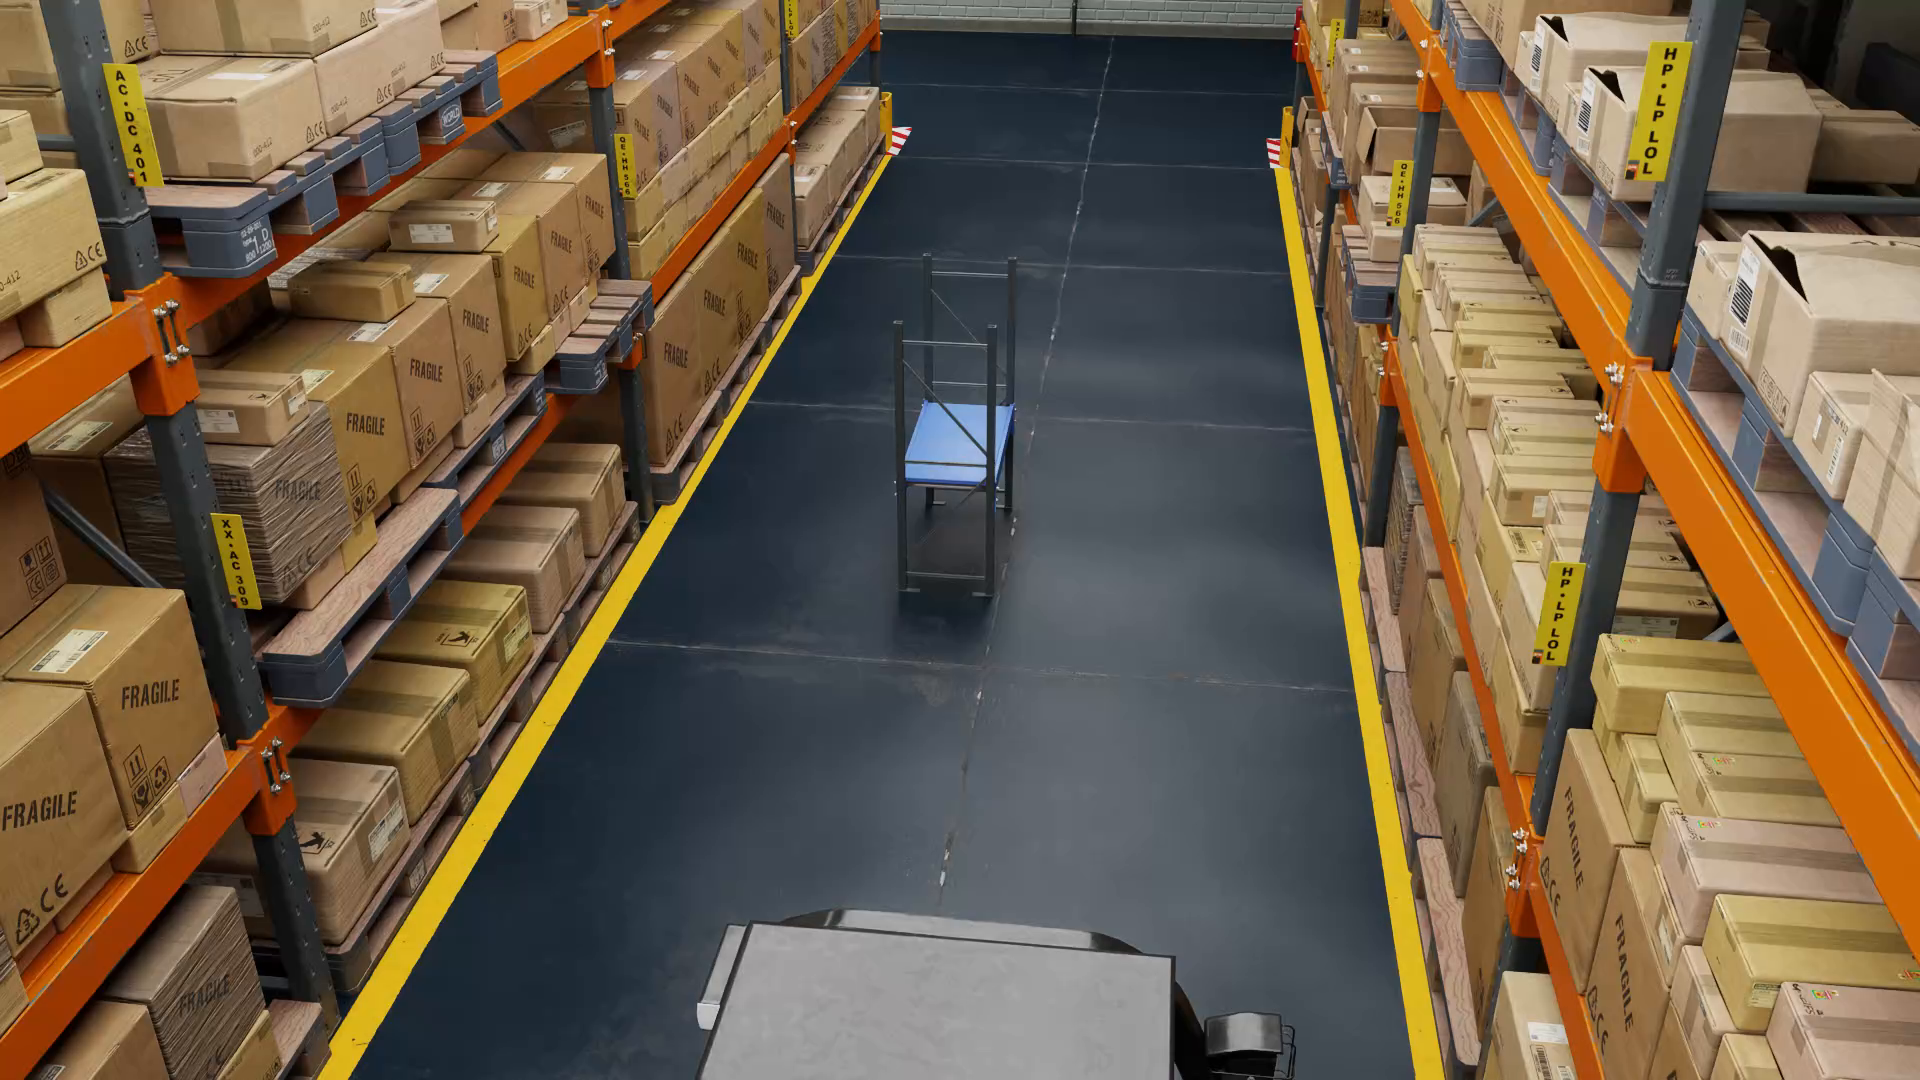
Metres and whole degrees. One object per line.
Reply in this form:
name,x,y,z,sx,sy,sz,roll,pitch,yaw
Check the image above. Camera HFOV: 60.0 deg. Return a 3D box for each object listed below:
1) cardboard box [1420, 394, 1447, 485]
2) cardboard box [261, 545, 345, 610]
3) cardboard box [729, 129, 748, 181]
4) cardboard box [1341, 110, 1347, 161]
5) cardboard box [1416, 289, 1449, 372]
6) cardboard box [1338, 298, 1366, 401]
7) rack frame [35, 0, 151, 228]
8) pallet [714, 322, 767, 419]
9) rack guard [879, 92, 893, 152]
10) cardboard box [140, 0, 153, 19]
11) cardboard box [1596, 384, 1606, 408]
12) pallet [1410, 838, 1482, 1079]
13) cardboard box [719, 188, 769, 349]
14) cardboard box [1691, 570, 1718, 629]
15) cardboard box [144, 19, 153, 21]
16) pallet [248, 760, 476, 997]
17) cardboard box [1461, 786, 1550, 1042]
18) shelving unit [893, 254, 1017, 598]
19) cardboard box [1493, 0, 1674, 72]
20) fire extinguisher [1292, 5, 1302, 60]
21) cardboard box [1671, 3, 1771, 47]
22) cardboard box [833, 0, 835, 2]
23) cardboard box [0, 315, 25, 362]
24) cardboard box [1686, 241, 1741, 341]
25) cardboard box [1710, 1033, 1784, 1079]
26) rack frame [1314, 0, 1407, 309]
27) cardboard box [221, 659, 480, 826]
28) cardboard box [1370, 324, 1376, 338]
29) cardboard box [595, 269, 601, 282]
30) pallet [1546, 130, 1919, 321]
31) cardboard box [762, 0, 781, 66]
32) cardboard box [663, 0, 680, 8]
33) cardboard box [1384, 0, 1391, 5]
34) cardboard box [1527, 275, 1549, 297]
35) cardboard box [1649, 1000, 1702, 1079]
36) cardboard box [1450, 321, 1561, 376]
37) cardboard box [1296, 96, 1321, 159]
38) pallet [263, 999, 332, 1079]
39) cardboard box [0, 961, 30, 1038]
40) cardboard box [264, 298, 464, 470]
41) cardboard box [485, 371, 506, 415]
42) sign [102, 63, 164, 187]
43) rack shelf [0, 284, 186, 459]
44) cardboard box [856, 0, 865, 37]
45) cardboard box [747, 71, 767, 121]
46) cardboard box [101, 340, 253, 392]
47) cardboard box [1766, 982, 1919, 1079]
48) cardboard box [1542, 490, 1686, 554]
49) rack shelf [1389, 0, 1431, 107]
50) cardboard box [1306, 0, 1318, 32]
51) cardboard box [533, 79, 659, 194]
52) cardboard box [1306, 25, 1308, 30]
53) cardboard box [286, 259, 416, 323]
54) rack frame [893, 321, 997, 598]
cardboard box,2.258,-0.436,7.055,0.500,0.250,0.500,2,28,5
cardboard box,-2.358,0.104,5.716,0.380,0.149,0.250,4,29,7
cardboard box,-1.708,-2.578,11.030,0.500,0.250,0.500,3,28,5
cardboard box,2.616,-2.553,10.525,0.396,0.266,0.258,5,29,9
cardboard box,2.318,-0.900,7.389,0.500,0.250,0.500,4,29,8
cardboard box,2.694,-1.199,10.506,0.500,0.500,0.500,2,28,4
rack frame,-2.740,-2.221,3.885,1.000,3.000,0.127,3,28,6
pallet,-1.926,-1.175,11.208,1.003,0.211,1.213,3,28,6
rack guard,-1.266,-4.139,16.406,1.175,0.500,0.348,3,28,6
cardboard box,-2.692,-2.001,5.828,0.500,0.250,0.500,4,29,7
cardboard box,2.669,-0.617,6.443,0.380,0.149,0.250,4,29,8
pallet,2.239,1.585,6.085,1.003,0.211,1.213,3,28,6
cardboard box,-1.859,-1.873,11.361,0.875,0.875,0.875,4,29,8
cardboard box,2.504,0.329,5.108,0.500,0.250,0.500,3,28,5
cardboard box,-2.681,-1.780,5.945,0.500,0.250,0.500,4,29,7
pallet,-2.646,1.281,6.649,1.003,0.211,1.213,3,28,6
cardboard box,2.240,1.321,5.696,0.875,0.625,0.625,5,29,8
shelving unit,-0.010,-0.620,8.820,0.538,1.500,1.048,3,28,6
cardboard box,2.222,-1.964,5.916,0.500,0.500,0.500,4,29,7
fire extinguisher,3.217,-4.840,15.545,0.296,0.674,0.183,3,28,6
cardboard box,2.690,-1.836,6.031,0.380,0.166,0.250,3,28,6
cardboard box,-1.254,-4.755,13.754,0.500,0.500,0.500,3,28,6
cardboard box,-2.594,-0.510,4.136,0.380,0.149,0.250,4,29,7
cardboard box,1.831,-0.538,3.641,0.380,0.149,0.250,4,29,7
cardboard box,1.702,1.113,3.232,0.380,0.149,0.250,2,28,5
rack frame,3.167,-3.059,11.765,1.000,3.000,0.127,3,28,6
cardboard box,-2.593,0.806,6.918,0.950,0.372,0.625,5,29,9
cardboard box,2.673,-1.284,9.979,0.380,0.149,0.250,3,28,5
cardboard box,-2.056,-1.369,8.451,0.380,0.149,0.250,4,29,8
pallet,2.282,-0.945,4.881,0.805,0.209,1.217,2,28,4
cardboard box,-1.565,-3.605,11.619,0.500,0.500,0.500,4,29,8
cardboard box,-2.134,-3.398,11.236,0.500,0.500,0.500,3,28,6
cardboard box,3.800,-4.532,14.344,0.500,0.250,0.500,3,29,6
cardboard box,2.898,-1.103,7.765,0.500,0.250,0.500,4,29,7
cardboard box,1.765,1.341,3.493,0.500,0.500,0.500,3,28,6
cardboard box,2.198,-0.765,6.717,0.380,0.149,0.250,4,29,7
cardboard box,3.488,-3.745,15.228,0.797,0.503,0.637,2,28,4
pallet,-2.787,1.966,5.378,1.003,0.211,1.213,3,28,6
cardboard box,-2.598,1.178,4.165,0.380,0.149,0.250,3,28,5
cardboard box,-2.263,-0.611,6.361,0.500,0.500,0.500,3,28,6
cardboard box,-2.167,-0.635,7.088,0.380,0.149,0.250,2,28,5
sign,-2.200,-1.100,4.422,0.100,0.325,0.005,3,28,6
rack shelf,-2.985,0.358,3.019,1.077,0.370,4.000,3,28,6
cardboard box,-1.142,-4.795,14.882,0.500,0.500,0.500,3,28,5
cardboard box,-1.626,-3.042,11.366,0.500,0.250,0.500,4,29,7
cardboard box,-2.851,-0.404,5.975,0.500,0.500,0.500,4,29,6
cardboard box,1.774,0.990,3.147,0.380,0.149,0.250,3,28,6
cardboard box,2.104,-0.031,5.356,0.380,0.149,0.250,3,28,6
rack shelf,2.922,-3.121,9.477,1.077,0.370,4.000,3,28,6
cardboard box,3.273,-4.571,14.417,0.500,0.250,0.500,4,29,7
cardboard box,-1.946,-2.165,8.946,0.500,0.500,0.500,2,28,5
cardboard box,3.345,-4.692,15.062,0.380,0.149,0.250,3,28,6
cardboard box,-2.300,-0.943,6.293,0.380,0.149,0.250,5,29,9
rack frame,-0.073,-0.381,8.376,0.500,1.500,0.032,3,28,6
